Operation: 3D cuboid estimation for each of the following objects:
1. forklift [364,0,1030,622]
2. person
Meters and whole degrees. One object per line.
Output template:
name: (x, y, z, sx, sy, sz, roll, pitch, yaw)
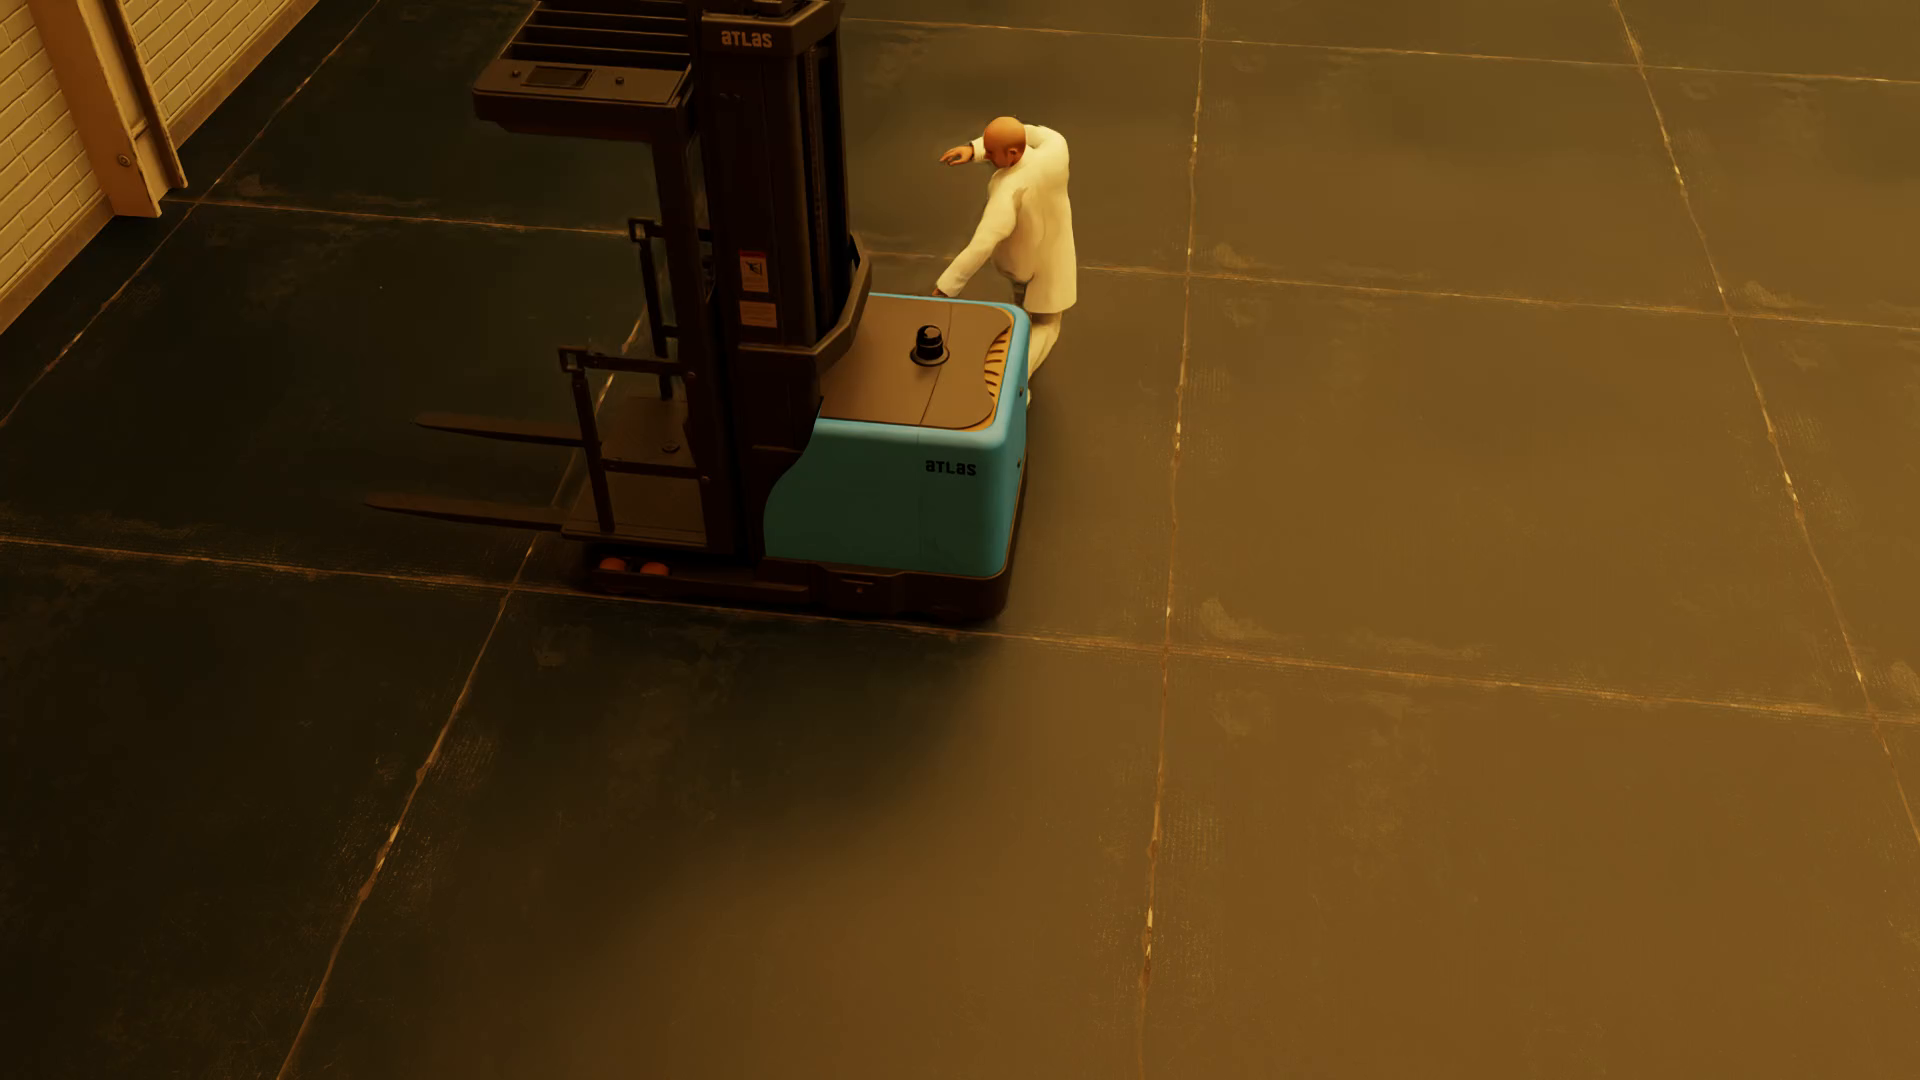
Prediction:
forklift: (-1.235, -1.165, 6.993, 3.031, 2.935, 1.130, 6, 43, 6)
person: (0.214, -1.443, 8.407, 0.780, 1.544, 1.009, -2, 43, -2)
